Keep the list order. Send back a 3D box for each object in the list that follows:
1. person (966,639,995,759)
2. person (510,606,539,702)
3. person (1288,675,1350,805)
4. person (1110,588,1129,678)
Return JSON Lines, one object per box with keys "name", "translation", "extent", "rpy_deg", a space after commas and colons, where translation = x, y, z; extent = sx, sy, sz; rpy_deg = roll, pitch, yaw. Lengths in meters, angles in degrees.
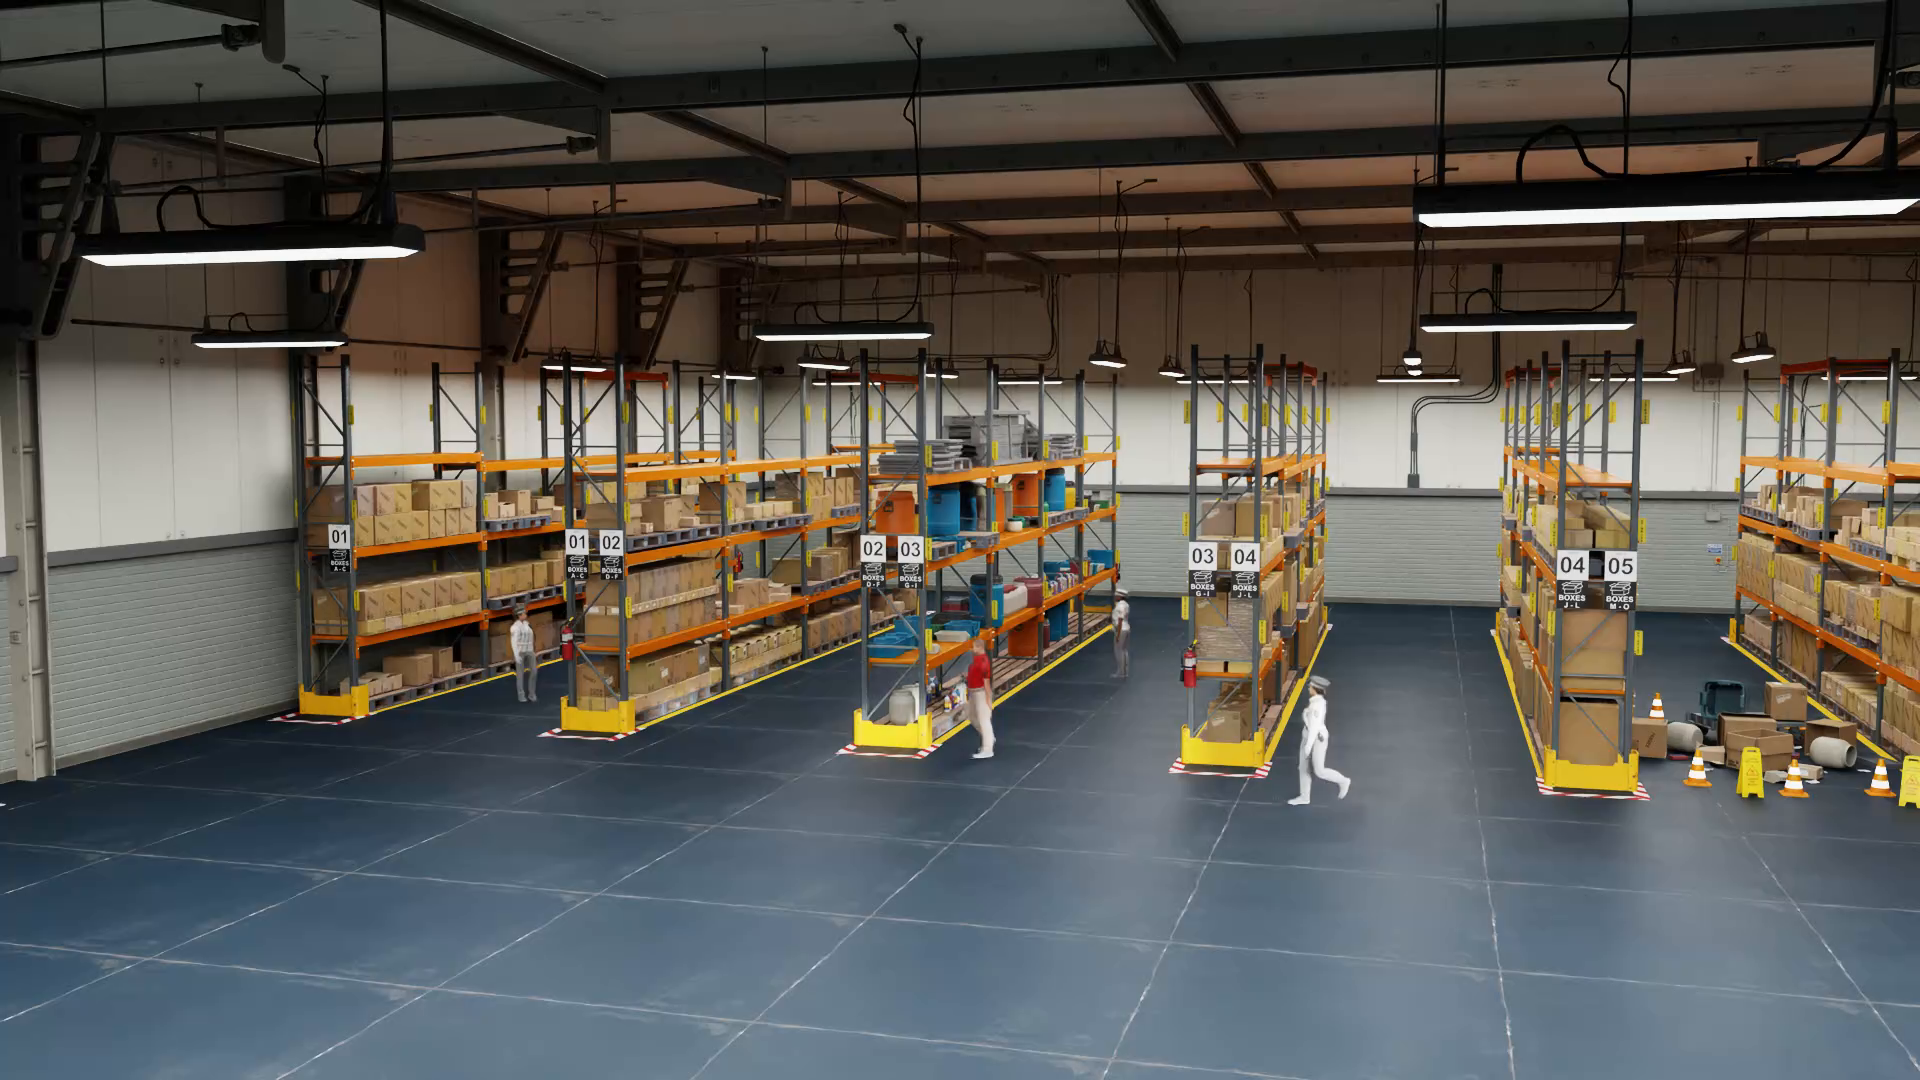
{"name": "person", "translation": [0.340, 2.304, 24.400], "extent": [0.491, 1.733, 0.625], "rpy_deg": [-2, 5, -19]}
{"name": "person", "translation": [-7.639, 2.015, 29.115], "extent": [0.502, 1.745, 0.413], "rpy_deg": [-3, 6, -39]}
{"name": "person", "translation": [4.616, 2.568, 21.314], "extent": [0.737, 1.676, 0.444], "rpy_deg": [-1, 5, -19]}
{"name": "person", "translation": [3.028, 1.751, 31.448], "extent": [0.343, 1.687, 0.536], "rpy_deg": [1, 5, 18]}
